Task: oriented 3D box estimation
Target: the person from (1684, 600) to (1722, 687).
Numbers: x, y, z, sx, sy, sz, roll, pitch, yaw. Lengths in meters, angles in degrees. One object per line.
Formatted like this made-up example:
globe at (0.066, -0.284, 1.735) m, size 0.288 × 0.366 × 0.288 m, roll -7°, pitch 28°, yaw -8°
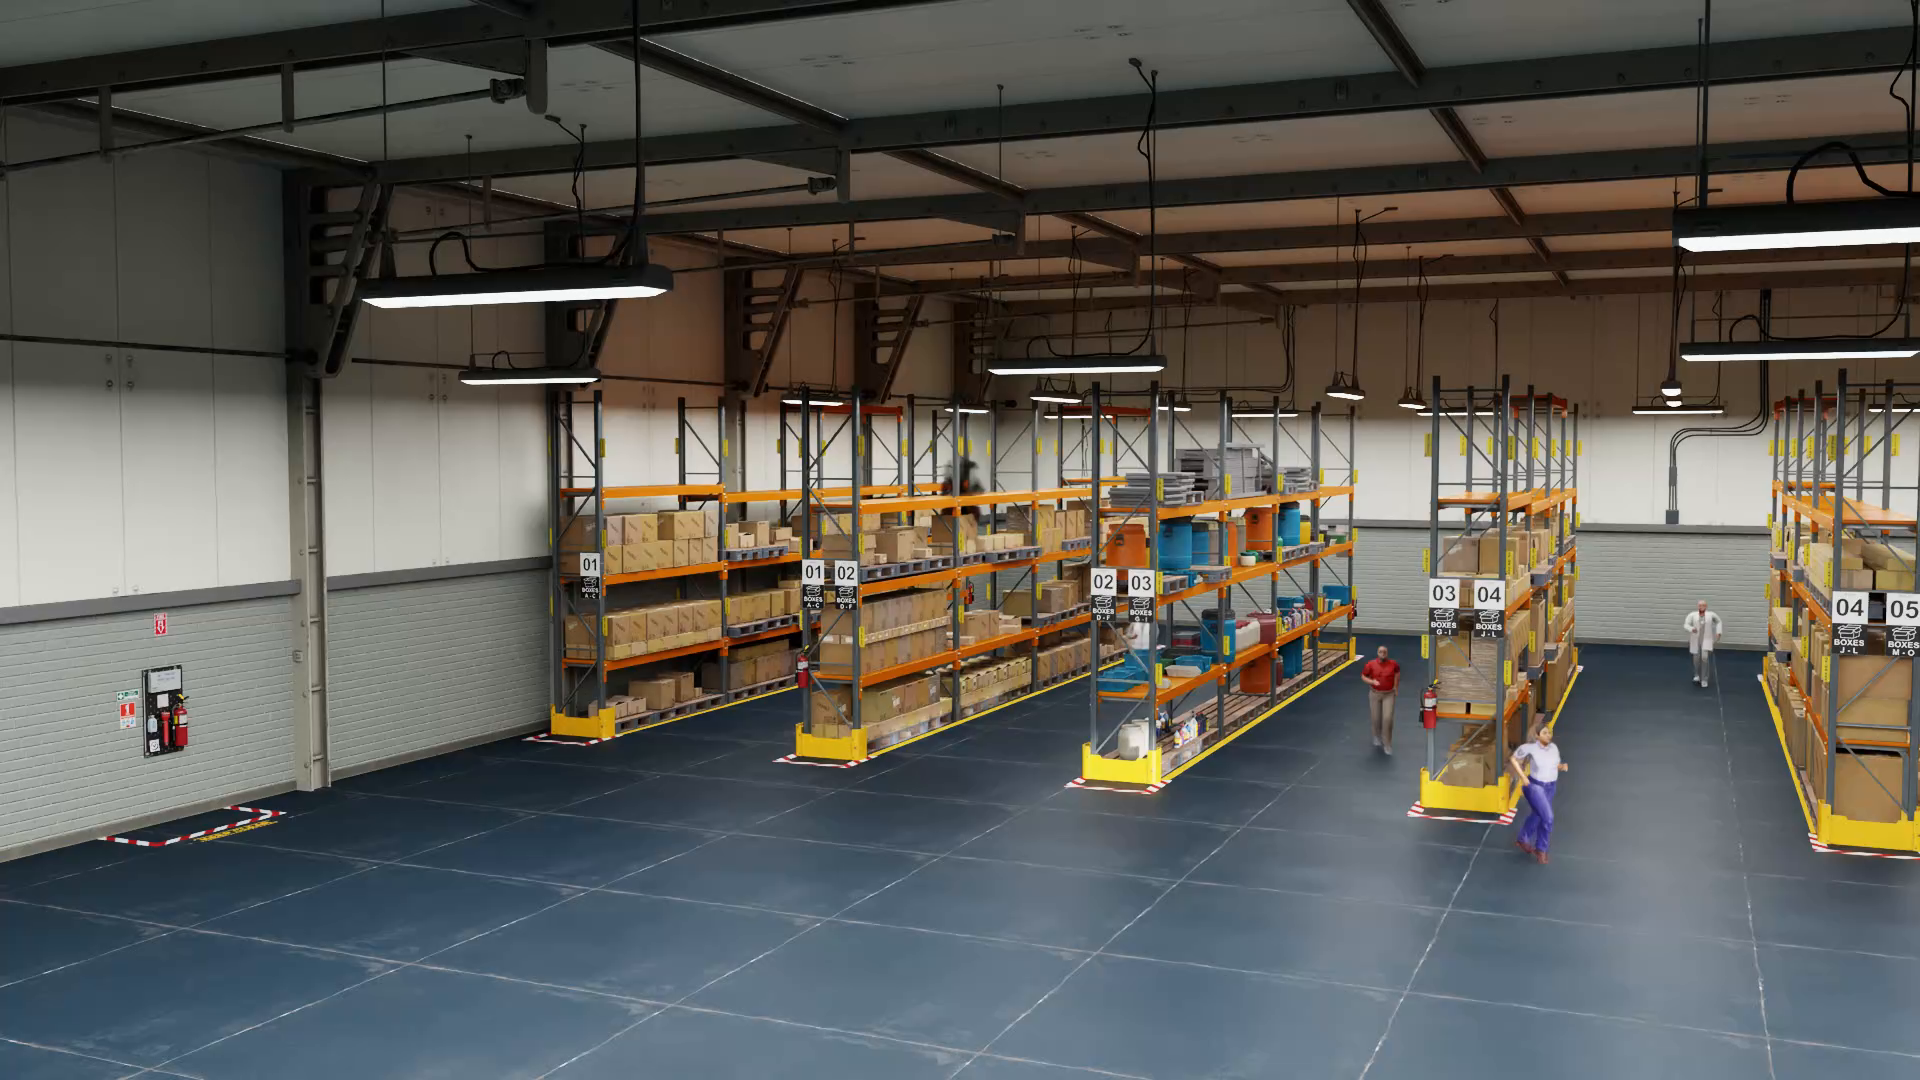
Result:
person at (15.658, 2.185, 35.070) m, size 0.732 × 1.834 × 0.827 m, roll 2°, pitch 4°, yaw 29°

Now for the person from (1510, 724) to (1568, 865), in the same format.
person at (7.068, 3.083, 20.233) m, size 0.573 × 1.716 × 0.733 m, roll -2°, pitch 4°, yaw -28°

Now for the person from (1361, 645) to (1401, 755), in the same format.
person at (6.968, 2.631, 27.539) m, size 0.646 × 1.781 × 0.825 m, roll 1°, pitch 3°, yaw 12°

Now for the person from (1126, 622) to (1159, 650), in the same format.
person at (3.703, 2.216, 33.807) m, size 0.661 × 1.766 × 0.906 m, roll 1°, pitch 3°, yaw 11°
